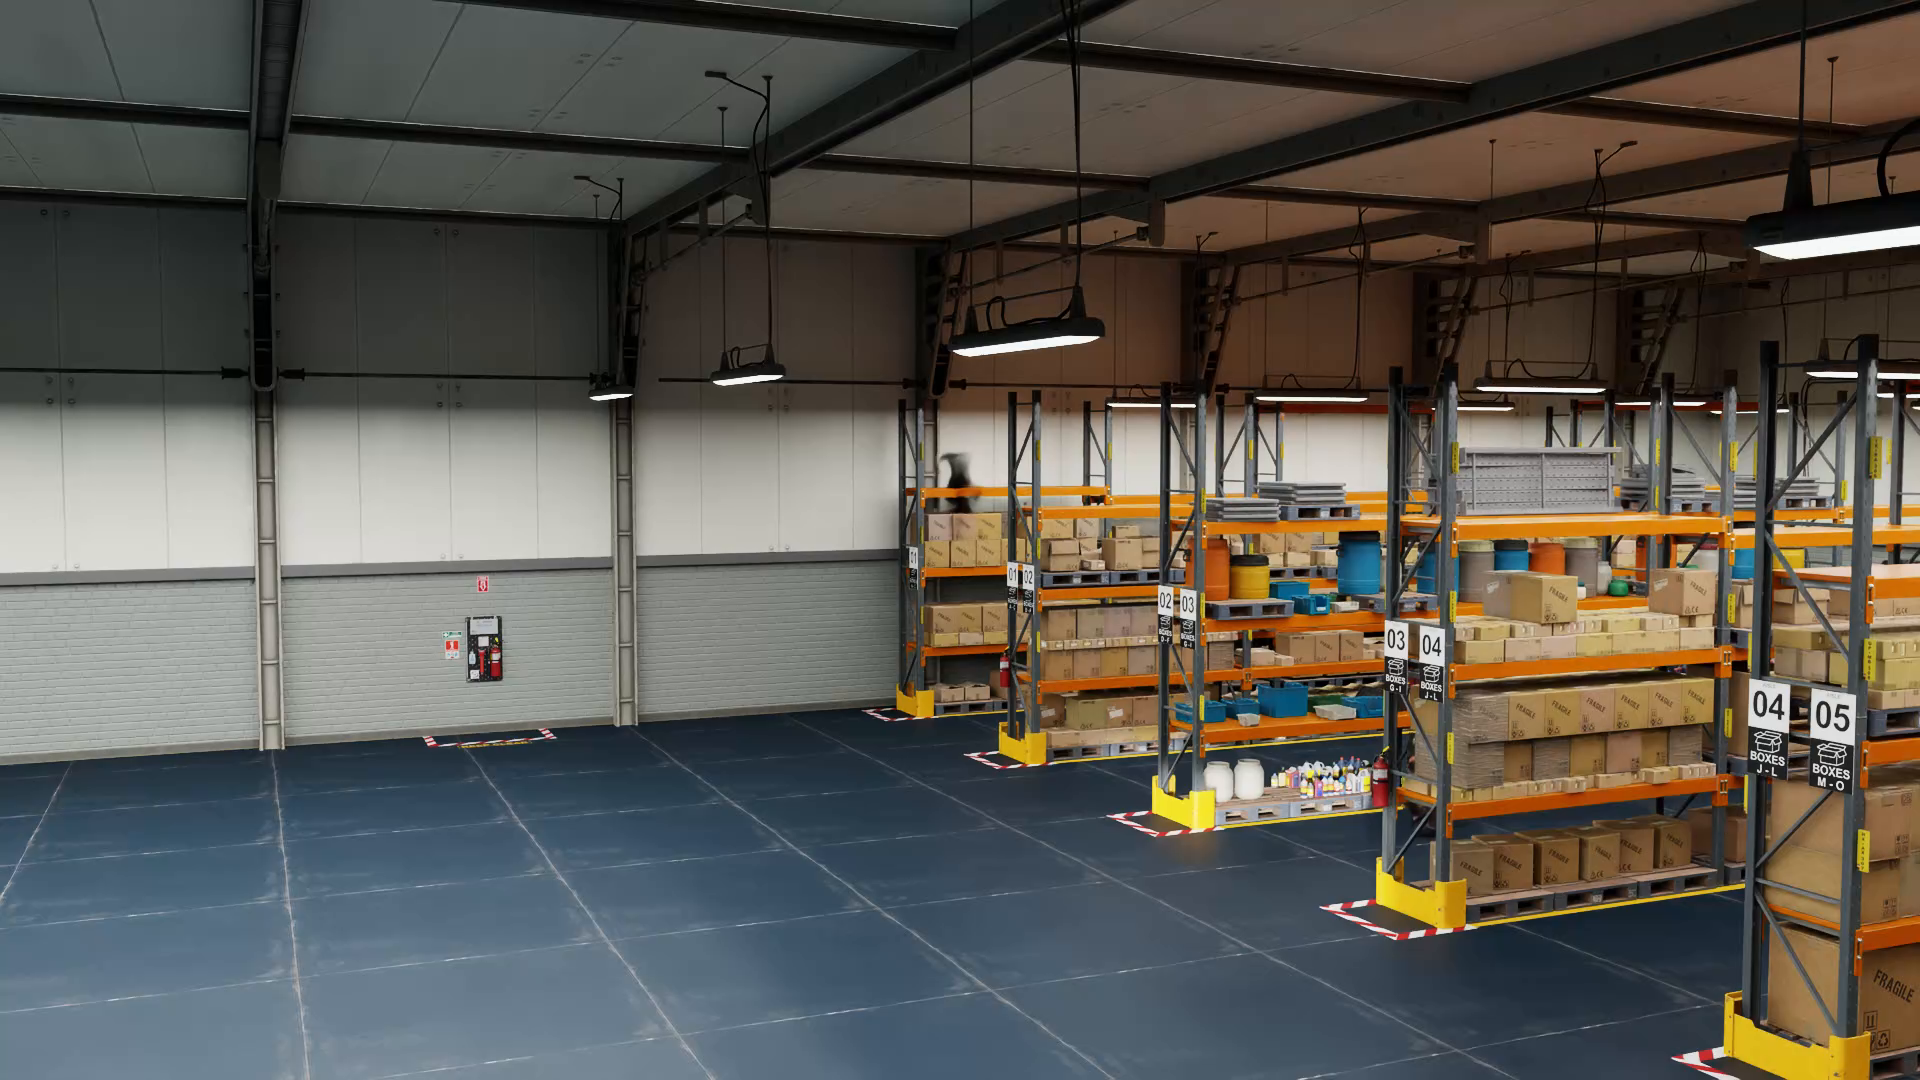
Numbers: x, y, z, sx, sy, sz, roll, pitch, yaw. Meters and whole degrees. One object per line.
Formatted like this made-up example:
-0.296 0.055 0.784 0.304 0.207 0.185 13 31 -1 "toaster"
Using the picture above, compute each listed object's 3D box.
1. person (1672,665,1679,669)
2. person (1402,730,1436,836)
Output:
15.900 2.143 36.509 0.715 1.742 0.920 1 3 9 "person"
6.038 3.038 21.700 0.660 1.682 0.626 -3 4 -37 "person"
